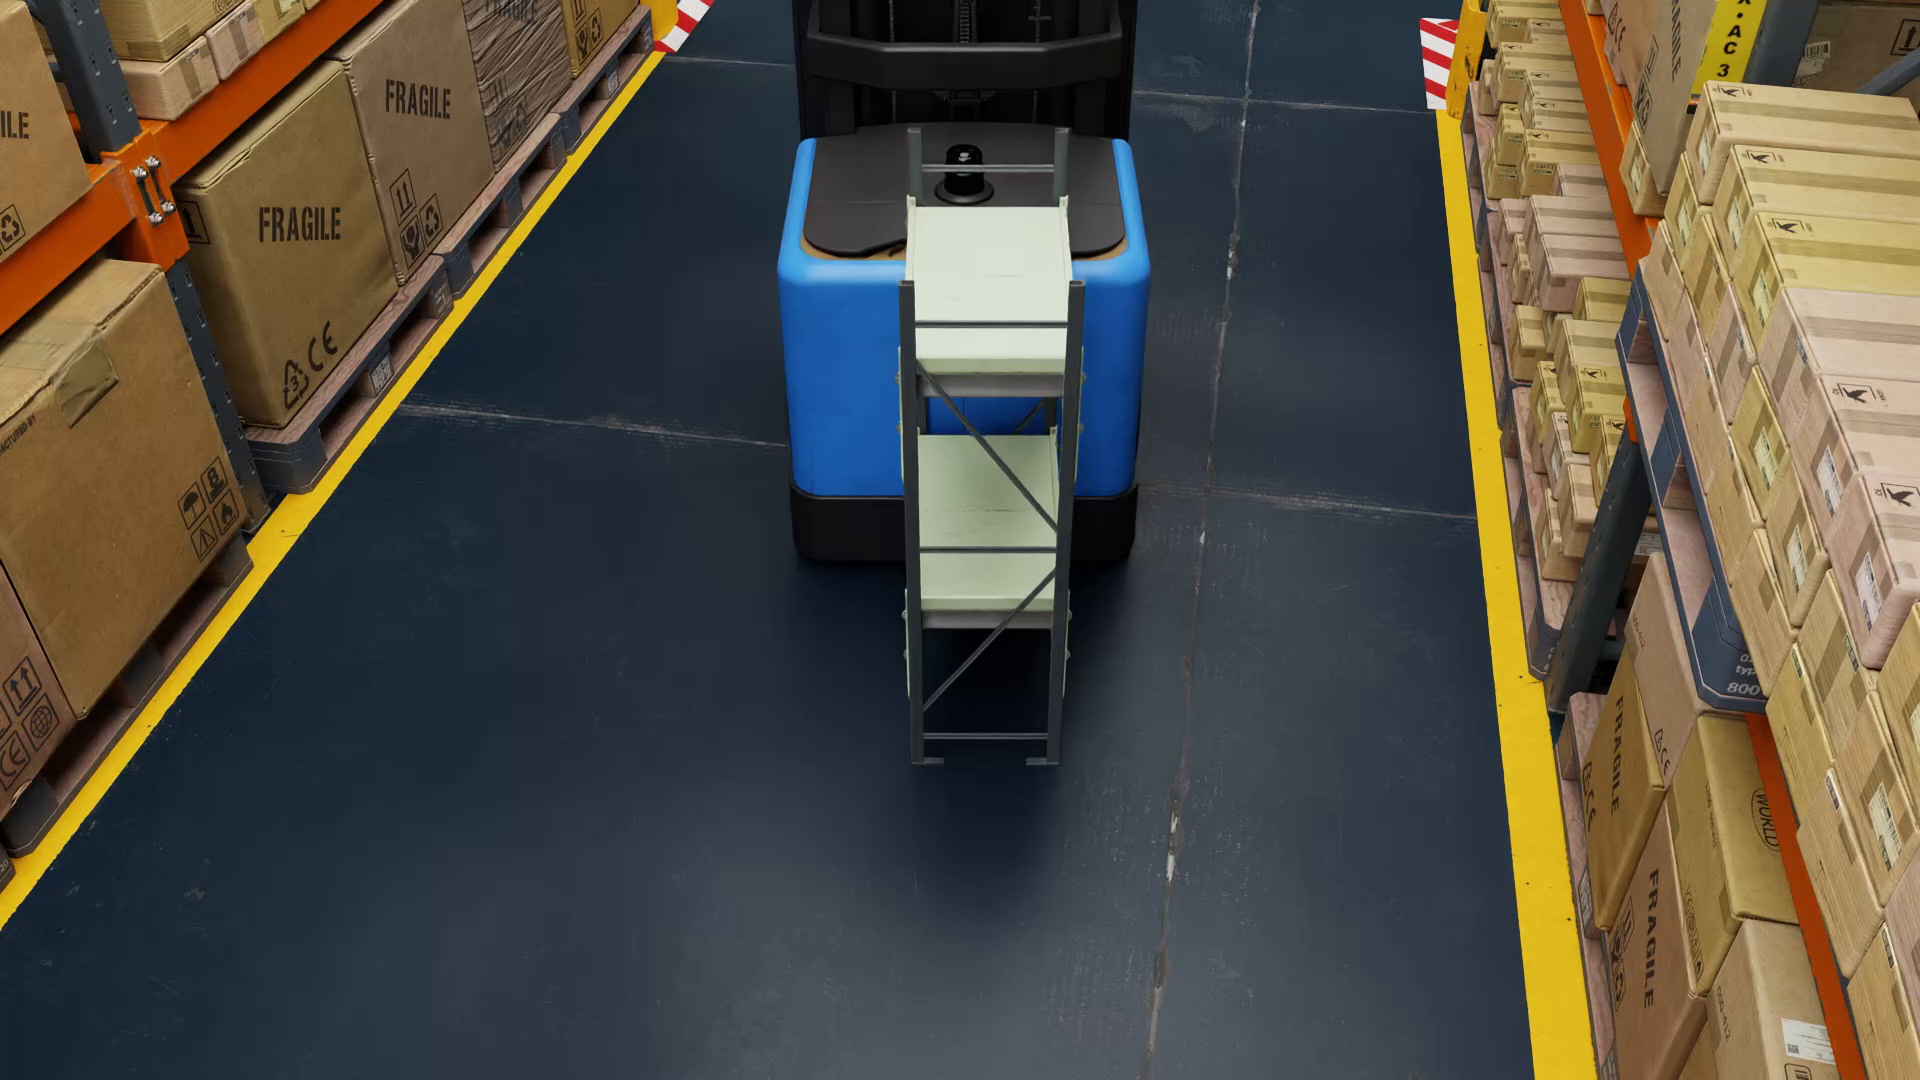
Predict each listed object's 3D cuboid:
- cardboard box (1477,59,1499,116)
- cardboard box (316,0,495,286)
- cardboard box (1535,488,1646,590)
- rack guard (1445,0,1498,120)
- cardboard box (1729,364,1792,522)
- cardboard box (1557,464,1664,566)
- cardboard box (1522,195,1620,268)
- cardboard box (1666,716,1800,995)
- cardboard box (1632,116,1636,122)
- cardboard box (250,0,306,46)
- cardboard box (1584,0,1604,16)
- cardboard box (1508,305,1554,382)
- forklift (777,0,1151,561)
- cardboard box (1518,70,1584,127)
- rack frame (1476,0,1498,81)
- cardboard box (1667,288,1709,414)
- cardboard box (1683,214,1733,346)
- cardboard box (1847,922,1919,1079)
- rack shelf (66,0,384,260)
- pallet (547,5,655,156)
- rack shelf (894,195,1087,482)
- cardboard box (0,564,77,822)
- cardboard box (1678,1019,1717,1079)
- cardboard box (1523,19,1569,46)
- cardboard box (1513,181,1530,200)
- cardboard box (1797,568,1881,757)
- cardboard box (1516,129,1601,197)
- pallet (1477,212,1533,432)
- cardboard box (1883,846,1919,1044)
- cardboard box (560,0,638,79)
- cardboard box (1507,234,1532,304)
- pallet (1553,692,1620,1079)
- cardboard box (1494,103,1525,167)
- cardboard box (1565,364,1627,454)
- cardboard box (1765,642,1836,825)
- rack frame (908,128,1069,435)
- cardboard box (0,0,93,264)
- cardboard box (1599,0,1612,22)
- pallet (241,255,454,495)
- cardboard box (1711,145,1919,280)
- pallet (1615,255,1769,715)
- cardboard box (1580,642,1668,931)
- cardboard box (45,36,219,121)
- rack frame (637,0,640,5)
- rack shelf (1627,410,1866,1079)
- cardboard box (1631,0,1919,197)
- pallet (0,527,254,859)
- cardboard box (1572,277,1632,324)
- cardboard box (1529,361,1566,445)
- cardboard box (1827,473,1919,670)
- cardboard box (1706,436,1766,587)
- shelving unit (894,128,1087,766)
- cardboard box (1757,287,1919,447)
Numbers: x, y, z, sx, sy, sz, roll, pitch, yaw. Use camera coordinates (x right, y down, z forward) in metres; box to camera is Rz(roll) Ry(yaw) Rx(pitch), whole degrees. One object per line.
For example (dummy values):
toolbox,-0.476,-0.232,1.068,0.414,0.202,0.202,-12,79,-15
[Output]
cardboard box,2.435,-1.931,7.140,0.380,0.149,0.250,7,40,9
cardboard box,-2.371,-1.575,6.139,0.875,0.875,0.875,6,40,8
cardboard box,1.881,0.002,4.801,0.380,0.149,0.250,7,40,8
rack guard,2.827,-2.151,7.459,1.175,0.500,0.348,6,40,8
cardboard box,1.496,-0.146,2.707,0.380,0.149,0.250,5,40,6
cardboard box,1.890,-0.062,4.645,0.380,0.149,0.250,7,40,9
cardboard box,2.107,-1.022,5.573,0.380,0.149,0.250,5,40,6
cardboard box,1.671,0.630,3.177,0.500,0.250,0.500,7,40,9
cardboard box,2.010,-1.094,4.417,0.380,0.149,0.250,8,40,9
cardboard box,-2.250,-1.644,5.082,0.380,0.149,0.250,8,40,9
cardboard box,2.167,-1.749,5.208,0.380,0.149,0.250,7,40,9
cardboard box,2.060,-0.648,5.587,0.380,0.149,0.250,6,40,8
forklift,0.015,-1.976,5.340,1.130,2.935,3.031,0,40,0
cardboard box,2.355,-1.668,6.354,0.380,0.149,0.250,5,40,5
rack frame,2.840,-3.162,6.720,1.000,3.000,0.127,6,40,8
cardboard box,1.585,-0.345,3.181,0.380,0.149,0.250,7,40,8
cardboard box,1.584,-0.472,3.100,0.380,0.149,0.250,6,40,7
cardboard box,1.316,0.629,2.002,0.380,0.149,0.250,8,40,9
rack shelf,-2.373,-2.240,6.169,1.077,0.370,4.000,6,40,8
pallet,-2.088,-2.187,7.729,1.003,0.211,1.213,6,40,8
rack shelf,0.069,-0.507,4.074,0.431,0.370,0.720,0,40,0
cardboard box,-2.964,0.360,3.798,1.225,0.875,0.875,5,40,6
cardboard box,1.592,1.247,3.020,0.500,0.500,0.500,7,40,8
cardboard box,2.486,-1.976,6.727,0.380,0.149,0.250,7,40,8
cardboard box,2.331,-1.282,6.355,0.380,0.149,0.250,6,40,8
cardboard box,1.405,0.190,2.301,0.380,0.149,0.250,6,40,7
cardboard box,2.207,-1.335,5.951,0.380,0.149,0.250,7,40,8
pallet,2.438,-0.770,6.015,1.003,0.211,1.213,6,40,8
cardboard box,1.314,0.509,1.914,0.380,0.149,0.250,7,40,9
cardboard box,-2.059,-2.704,7.505,0.875,0.875,0.875,6,40,8
cardboard box,2.180,-0.959,5.964,0.380,0.149,0.250,6,40,8
pallet,2.015,0.912,3.981,1.003,0.211,1.213,6,40,8
cardboard box,2.288,-1.561,6.458,0.380,0.149,0.250,8,40,9
cardboard box,1.959,-0.360,4.773,0.380,0.149,0.250,7,40,8
cardboard box,1.406,0.300,2.400,0.380,0.149,0.250,6,40,7
rack frame,0.070,-0.439,4.604,0.400,1.500,0.023,0,40,0
cardboard box,-2.531,-0.977,3.999,0.500,0.500,0.500,7,40,8
cardboard box,2.132,-1.777,4.733,0.500,0.500,0.500,6,40,7
pallet,-2.511,-0.655,5.877,1.003,0.211,1.213,6,40,8
cardboard box,1.585,-0.573,2.990,0.380,0.149,0.250,7,40,9
pallet,1.873,-0.114,3.184,1.003,0.211,1.213,6,40,8
cardboard box,1.759,0.585,3.821,0.500,0.500,0.500,8,40,9
cardboard box,-2.341,-1.314,4.682,0.380,0.149,0.250,6,40,8
rack frame,-2.027,-3.772,7.458,1.000,3.000,0.127,6,40,8
rack shelf,1.802,0.881,2.395,1.077,0.370,4.000,6,40,8
cardboard box,1.954,-1.139,3.962,0.500,0.500,0.500,6,40,8
pallet,-2.779,0.306,4.715,1.003,0.211,1.213,6,40,8
cardboard box,2.116,-0.672,5.149,0.380,0.149,0.250,8,40,9
cardboard box,1.953,-0.403,5.058,0.380,0.149,0.250,5,40,6
cardboard box,1.404,0.062,2.221,0.380,0.149,0.250,8,40,9
cardboard box,1.493,-0.031,2.801,0.380,0.149,0.250,7,40,8
shelving unit,0.069,-0.206,4.322,0.431,1.500,0.755,0,40,0
cardboard box,1.492,-0.256,2.607,0.380,0.149,0.250,6,40,7
